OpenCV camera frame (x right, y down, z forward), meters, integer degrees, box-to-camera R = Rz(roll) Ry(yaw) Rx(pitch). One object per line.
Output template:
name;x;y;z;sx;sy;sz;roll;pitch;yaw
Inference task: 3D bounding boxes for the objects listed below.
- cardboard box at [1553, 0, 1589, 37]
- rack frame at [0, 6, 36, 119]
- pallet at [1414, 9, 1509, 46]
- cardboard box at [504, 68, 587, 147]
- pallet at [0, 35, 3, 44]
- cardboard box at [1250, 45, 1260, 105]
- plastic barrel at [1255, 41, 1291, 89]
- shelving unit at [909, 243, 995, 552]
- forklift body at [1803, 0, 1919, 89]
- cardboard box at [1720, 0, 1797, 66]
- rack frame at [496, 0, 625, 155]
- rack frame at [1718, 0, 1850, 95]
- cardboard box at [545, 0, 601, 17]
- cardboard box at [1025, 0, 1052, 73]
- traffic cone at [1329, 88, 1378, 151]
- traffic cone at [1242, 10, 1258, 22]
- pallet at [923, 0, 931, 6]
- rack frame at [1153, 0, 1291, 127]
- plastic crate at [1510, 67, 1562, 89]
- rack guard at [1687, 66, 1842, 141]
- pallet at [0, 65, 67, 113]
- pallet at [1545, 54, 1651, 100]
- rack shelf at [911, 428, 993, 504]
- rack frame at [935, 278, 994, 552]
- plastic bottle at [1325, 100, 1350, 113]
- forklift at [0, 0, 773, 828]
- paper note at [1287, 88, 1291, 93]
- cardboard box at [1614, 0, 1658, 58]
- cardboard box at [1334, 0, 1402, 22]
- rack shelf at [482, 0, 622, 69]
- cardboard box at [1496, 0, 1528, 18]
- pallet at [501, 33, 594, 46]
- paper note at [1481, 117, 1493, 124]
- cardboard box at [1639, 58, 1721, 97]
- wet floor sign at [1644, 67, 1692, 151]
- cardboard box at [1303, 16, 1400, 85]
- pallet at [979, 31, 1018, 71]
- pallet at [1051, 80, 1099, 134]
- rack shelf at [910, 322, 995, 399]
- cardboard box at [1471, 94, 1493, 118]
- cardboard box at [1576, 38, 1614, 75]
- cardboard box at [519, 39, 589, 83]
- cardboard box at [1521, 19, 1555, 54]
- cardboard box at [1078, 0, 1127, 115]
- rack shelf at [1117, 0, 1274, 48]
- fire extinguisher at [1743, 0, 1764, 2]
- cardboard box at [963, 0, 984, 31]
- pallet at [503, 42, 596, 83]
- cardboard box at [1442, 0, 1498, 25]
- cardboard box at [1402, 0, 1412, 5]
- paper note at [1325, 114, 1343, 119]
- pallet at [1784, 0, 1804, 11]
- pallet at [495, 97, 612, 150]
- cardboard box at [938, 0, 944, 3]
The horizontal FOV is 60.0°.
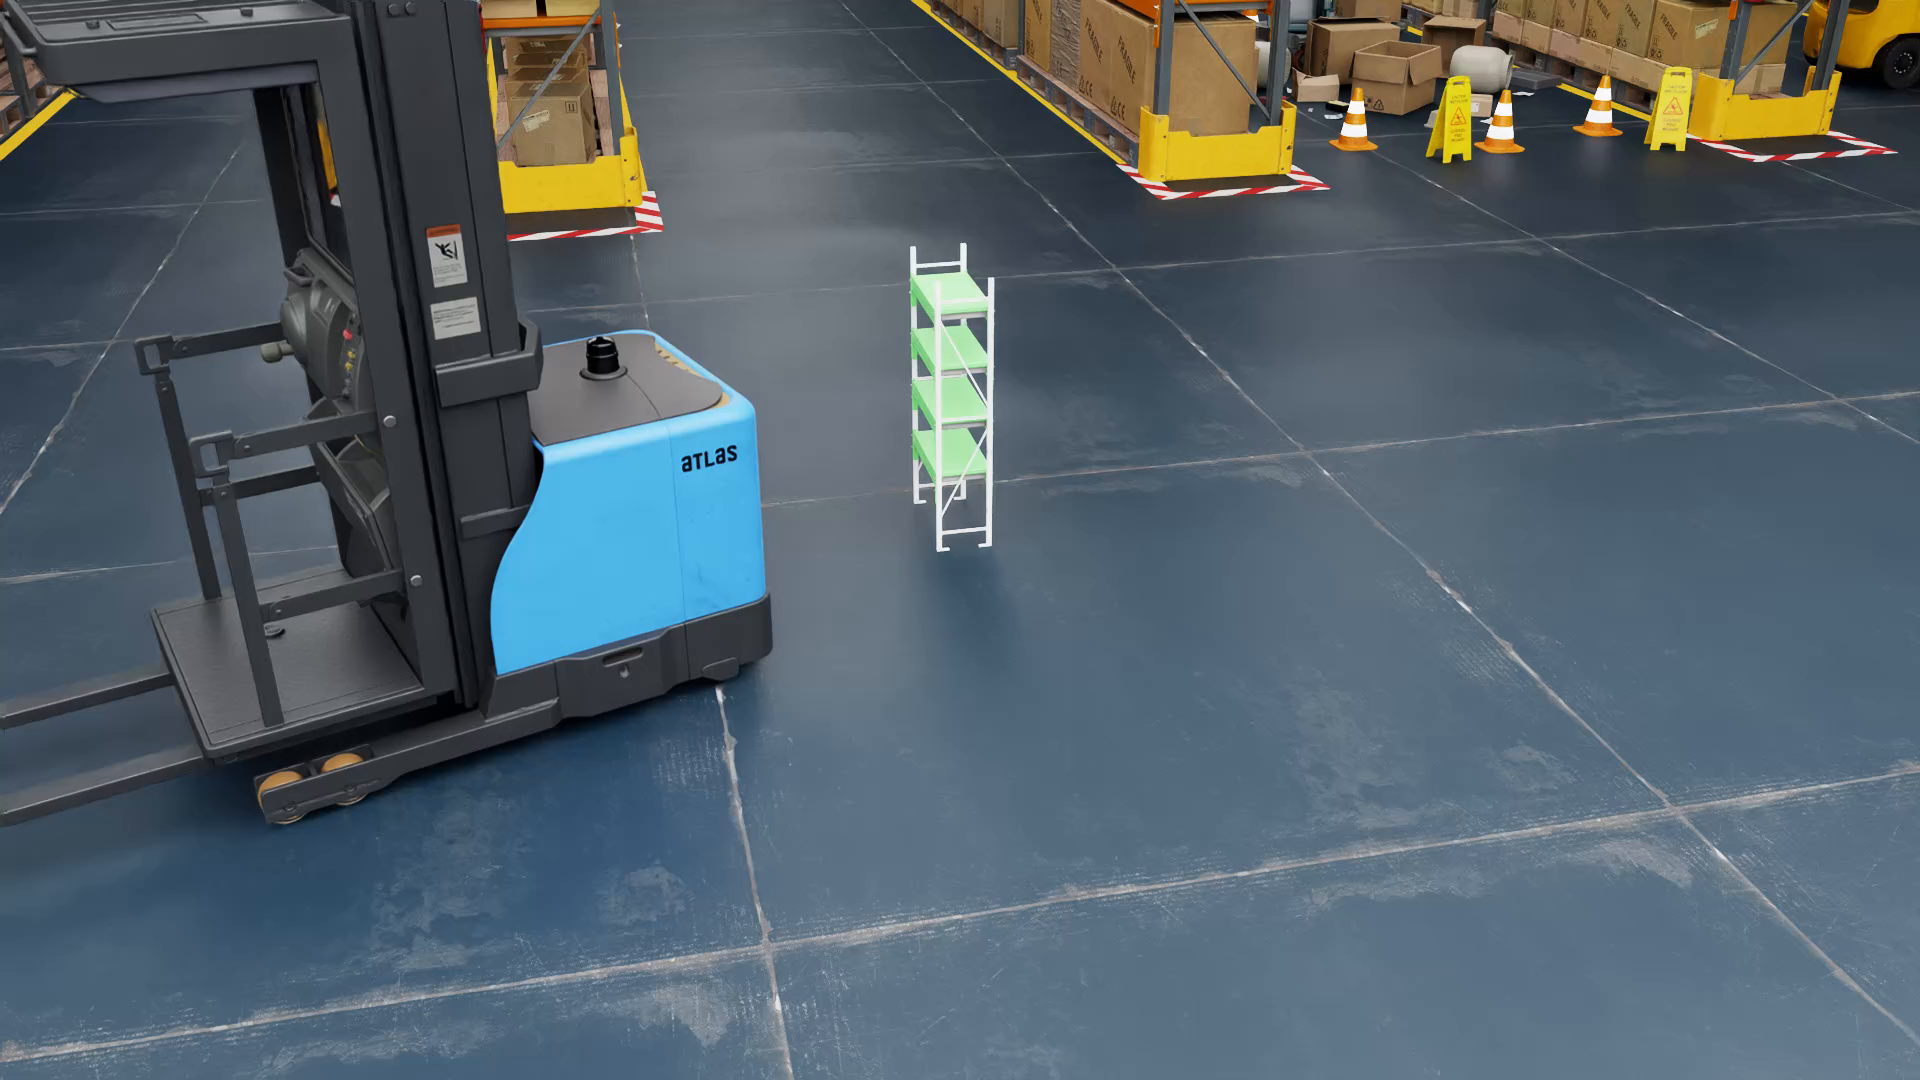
cardboard box;5.984;-5.053;15.685;0.500;0.500;0.500;-5;27;-9
rack frame;-8.614;-4.997;13.821;1.000;3.000;0.127;-6;27;-12
pallet;5.690;-5.603;18.117;1.003;0.211;1.213;-6;27;-12
cardboard box;-3.180;-3.350;12.867;0.500;0.500;0.500;1;27;2
pallet;-9.379;-5.164;17.247;1.003;0.211;1.213;-6;27;-12
cardboard box;2.416;-4.267;15.147;0.500;0.500;0.500;-1;27;-3
plastic barrel;2.817;-4.467;15.630;0.512;0.421;0.421;13;30;24
shelving unit;-0.037;-0.608;7.124;0.258;1.200;0.503;-6;27;-12
forklift body;9.398;-5.524;15.808;2.313;2.155;1.214;-6;27;-12
cardboard box;6.850;-4.438;14.466;0.500;0.500;0.500;-7;28;-13
rack frame;-2.887;-3.744;11.339;1.000;3.000;0.127;-6;27;-12
rack frame;6.768;-4.750;13.332;1.000;3.000;0.127;-6;27;-12
cardboard box;-2.719;-3.781;11.691;0.380;0.149;0.250;-6;27;-12
cardboard box;1.140;-4.915;15.551;0.875;0.875;0.875;-6;27;-11
traffic cone;3.232;-3.448;13.568;0.336;0.463;0.334;-6;27;-12
traffic cone;3.183;-5.802;18.231;0.336;0.463;0.334;-6;27;-12
pallet;-0.010;-6.814;20.515;1.003;0.211;1.213;-6;27;-12
rack frame;1.968;-4.203;12.249;1.000;3.000;0.127;-6;27;-12
plastic crate;5.421;-4.430;15.939;0.402;0.080;0.583;-16;31;-29
rack guard;6.751;-3.668;13.962;1.175;0.500;0.348;-6;27;-12
pallet;-8.829;-4.093;15.125;1.003;0.211;1.213;-6;27;-12
pallet;6.331;-4.434;15.800;1.003;0.211;1.213;-6;27;-12
rack shelf;-0.037;-0.337;7.261;0.258;0.148;0.480;-6;27;-12
rack frame;0.018;-0.501;6.911;0.240;1.200;0.015;-6;27;-12
plastic bottle;3.368;-3.886;14.881;0.133;0.061;0.283;-16;31;-29
forklift;-2.226;-0.656;5.297;3.031;2.935;1.130;-16;31;-29
paper note;3.156;-4.220;15.585;0.172;0.023;0.155;3;27;6
cardboard box;6.212;-4.599;14.786;0.500;0.500;0.500;-5;27;-10
cardboard box;4.139;-5.534;16.820;0.500;0.500;0.500;-6;27;-12
rack shelf;-3.338;-4.301;13.240;1.077;0.370;4.000;-6;27;-12
cardboard box;5.736;-5.515;16.600;0.500;0.500;0.500;-5;27;-9
pallet;-4.244;-5.133;17.186;1.003;0.211;1.213;-6;27;-12
paper note;4.616;-3.638;14.423;0.148;0.019;0.142;-16;31;-29
cardboard box;6.318;-4.048;14.527;0.500;0.250;0.500;-6;27;-12
wet floor sign;5.768;-3.507;13.482;0.267;0.644;0.232;3;27;6
cardboard box;3.687;-4.620;15.694;0.797;0.637;0.503;-6;27;-12
pallet;0.819;-5.045;17.012;1.003;0.211;1.213;-6;27;-12
pallet;1.440;-3.836;14.616;1.003;0.211;1.213;-6;27;-12
rack shelf;-0.037;-0.766;7.044;0.258;0.148;0.480;-6;27;-12
cardboard box;4.505;-3.848;14.708;0.380;0.149;0.250;8;28;15
cardboard box;6.091;-4.495;15.412;0.500;0.250;0.500;-7;28;-13
cardboard box;-3.384;-3.877;13.910;0.500;0.500;0.500;-8;28;-16
cardboard box;5.868;-4.947;16.307;0.500;0.250;0.500;-4;27;-9
cardboard box;1.551;-4.119;13.974;0.875;0.875;0.875;-6;27;-12
rack shelf;1.517;-4.760;14.150;1.077;0.370;4.000;-6;27;-12
fire extinguisher;6.345;-4.619;13.158;0.296;0.674;0.183;-6;27;-12
cardboard box;0.625;-5.830;17.502;1.050;0.750;0.750;-6;27;-12
pallet;-3.965;-4.597;16.123;1.003;0.211;1.213;-6;27;-12
cardboard box;5.746;-5.751;17.765;0.950;0.372;0.625;-6;27;-11
cardboard box;5.422;-6.371;18.994;0.950;0.372;0.625;-5;27;-10
paper note;3.278;-3.720;14.587;0.144;0.017;0.142;3;27;6
pallet;10.219;-6.623;20.138;1.003;0.211;1.213;-6;27;-12
pallet;-3.324;-3.427;13.806;1.003;0.211;1.213;-6;27;-12
cardboard box;0.215;-6.622;19.071;1.050;0.750;0.750;-6;27;-12
